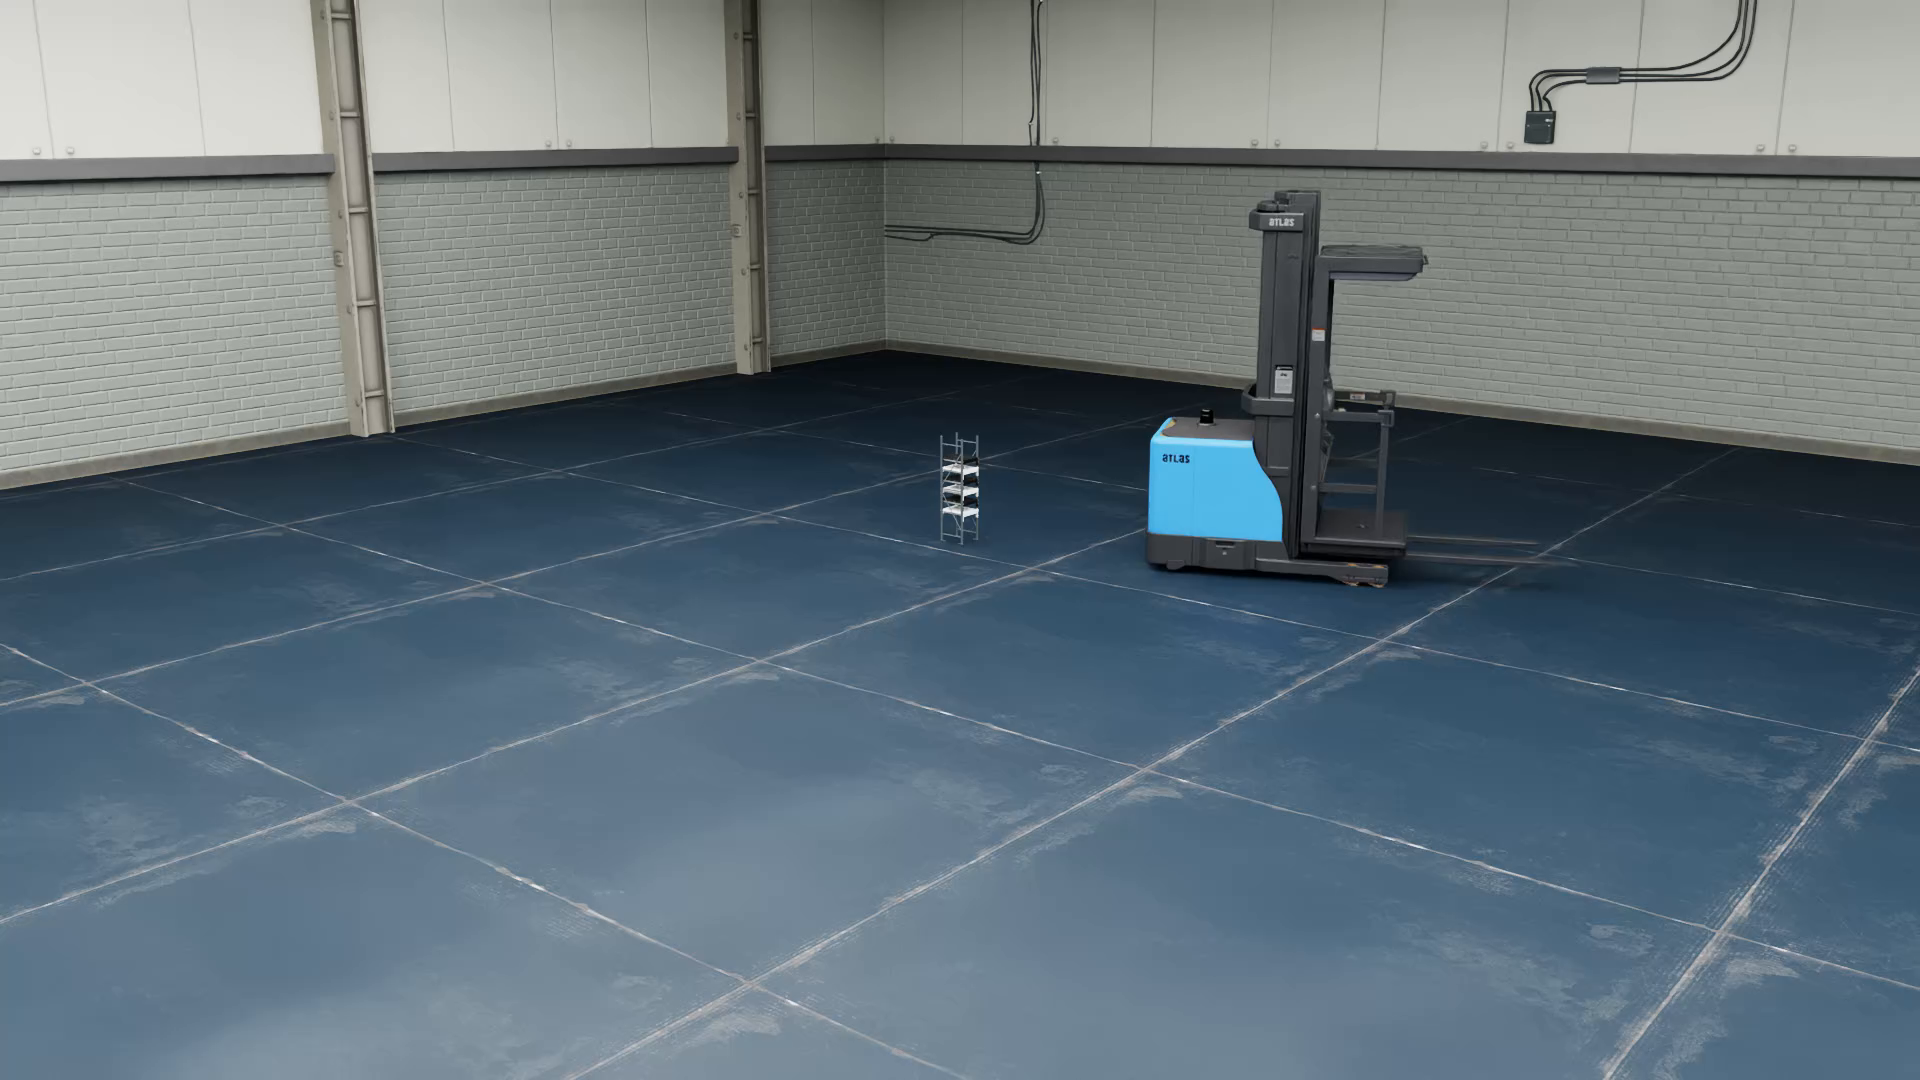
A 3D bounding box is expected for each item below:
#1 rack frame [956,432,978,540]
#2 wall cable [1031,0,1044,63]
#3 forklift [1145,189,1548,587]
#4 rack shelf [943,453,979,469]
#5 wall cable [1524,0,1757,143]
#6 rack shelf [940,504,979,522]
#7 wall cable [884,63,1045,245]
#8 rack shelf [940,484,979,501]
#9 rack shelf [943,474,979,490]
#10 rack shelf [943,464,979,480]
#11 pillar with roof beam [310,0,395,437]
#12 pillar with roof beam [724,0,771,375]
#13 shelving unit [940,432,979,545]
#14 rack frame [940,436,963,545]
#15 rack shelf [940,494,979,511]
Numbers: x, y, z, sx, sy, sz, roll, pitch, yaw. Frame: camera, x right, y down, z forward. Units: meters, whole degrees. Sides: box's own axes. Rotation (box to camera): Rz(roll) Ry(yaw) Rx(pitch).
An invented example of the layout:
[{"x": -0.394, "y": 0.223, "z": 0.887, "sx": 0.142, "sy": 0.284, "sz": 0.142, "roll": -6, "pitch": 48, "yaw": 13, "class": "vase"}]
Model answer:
[{"x": 0.059, "y": -0.454, "z": 14.083, "sx": 0.240, "sy": 0.900, "sz": 0.006, "roll": 11, "pitch": 18, "yaw": 38, "class": "rack frame"}, {"x": 2.073, "y": -7.612, "z": 21.859, "sx": 3.097, "sy": 2.526, "sz": 0.112, "roll": 11, "pitch": 18, "yaw": 38, "class": "wall cable"}, {"x": 3.046, "y": -1.203, "z": 12.905, "sx": 3.031, "sy": 2.935, "sz": 1.130, "roll": 4, "pitch": 15, "yaw": 14, "class": "forklift"}, {"x": -0.005, "y": -0.664, "z": 13.948, "sx": 0.258, "sy": 0.077, "sz": 0.200, "roll": 11, "pitch": 18, "yaw": 38, "class": "rack shelf"}, {"x": 7.343, "y": -7.264, "z": 17.533, "sx": 2.305, "sy": 6.003, "sz": 0.169, "roll": 11, "pitch": 18, "yaw": 38, "class": "wall cable"}, {"x": -0.005, "y": -0.228, "z": 14.059, "sx": 0.258, "sy": 0.077, "sz": 0.200, "roll": 11, "pitch": 18, "yaw": 38, "class": "rack shelf"}, {"x": -0.031, "y": -5.583, "z": 24.129, "sx": 3.097, "sy": 2.526, "sz": 0.112, "roll": 11, "pitch": 18, "yaw": 38, "class": "wall cable"}, {"x": -0.005, "y": -0.402, "z": 14.014, "sx": 0.258, "sy": 0.077, "sz": 0.200, "roll": 11, "pitch": 18, "yaw": 38, "class": "rack shelf"}, {"x": -0.005, "y": -0.490, "z": 13.992, "sx": 0.258, "sy": 0.077, "sz": 0.200, "roll": 11, "pitch": 18, "yaw": 38, "class": "rack shelf"}, {"x": -0.005, "y": -0.577, "z": 13.970, "sx": 0.258, "sy": 0.077, "sz": 0.200, "roll": 11, "pitch": 18, "yaw": 38, "class": "rack shelf"}, {"x": -3.334, "y": -4.913, "z": 15.186, "sx": 9.100, "sy": 9.000, "sz": 0.400, "roll": 11, "pitch": 18, "yaw": 38, "class": "pillar with roof beam"}, {"x": 0.437, "y": -6.062, "z": 19.709, "sx": 9.100, "sy": 9.000, "sz": 0.400, "roll": 11, "pitch": 18, "yaw": 38, "class": "pillar with roof beam"}, {"x": -0.005, "y": -0.435, "z": 14.006, "sx": 0.258, "sy": 0.900, "sz": 0.210, "roll": 11, "pitch": 18, "yaw": 38, "class": "shelving unit"}, {"x": -0.069, "y": -0.415, "z": 13.929, "sx": 0.240, "sy": 0.900, "sz": 0.006, "roll": 11, "pitch": 18, "yaw": 38, "class": "rack frame"}, {"x": -0.005, "y": -0.315, "z": 14.036, "sx": 0.258, "sy": 0.077, "sz": 0.200, "roll": 11, "pitch": 18, "yaw": 38, "class": "rack shelf"}]
